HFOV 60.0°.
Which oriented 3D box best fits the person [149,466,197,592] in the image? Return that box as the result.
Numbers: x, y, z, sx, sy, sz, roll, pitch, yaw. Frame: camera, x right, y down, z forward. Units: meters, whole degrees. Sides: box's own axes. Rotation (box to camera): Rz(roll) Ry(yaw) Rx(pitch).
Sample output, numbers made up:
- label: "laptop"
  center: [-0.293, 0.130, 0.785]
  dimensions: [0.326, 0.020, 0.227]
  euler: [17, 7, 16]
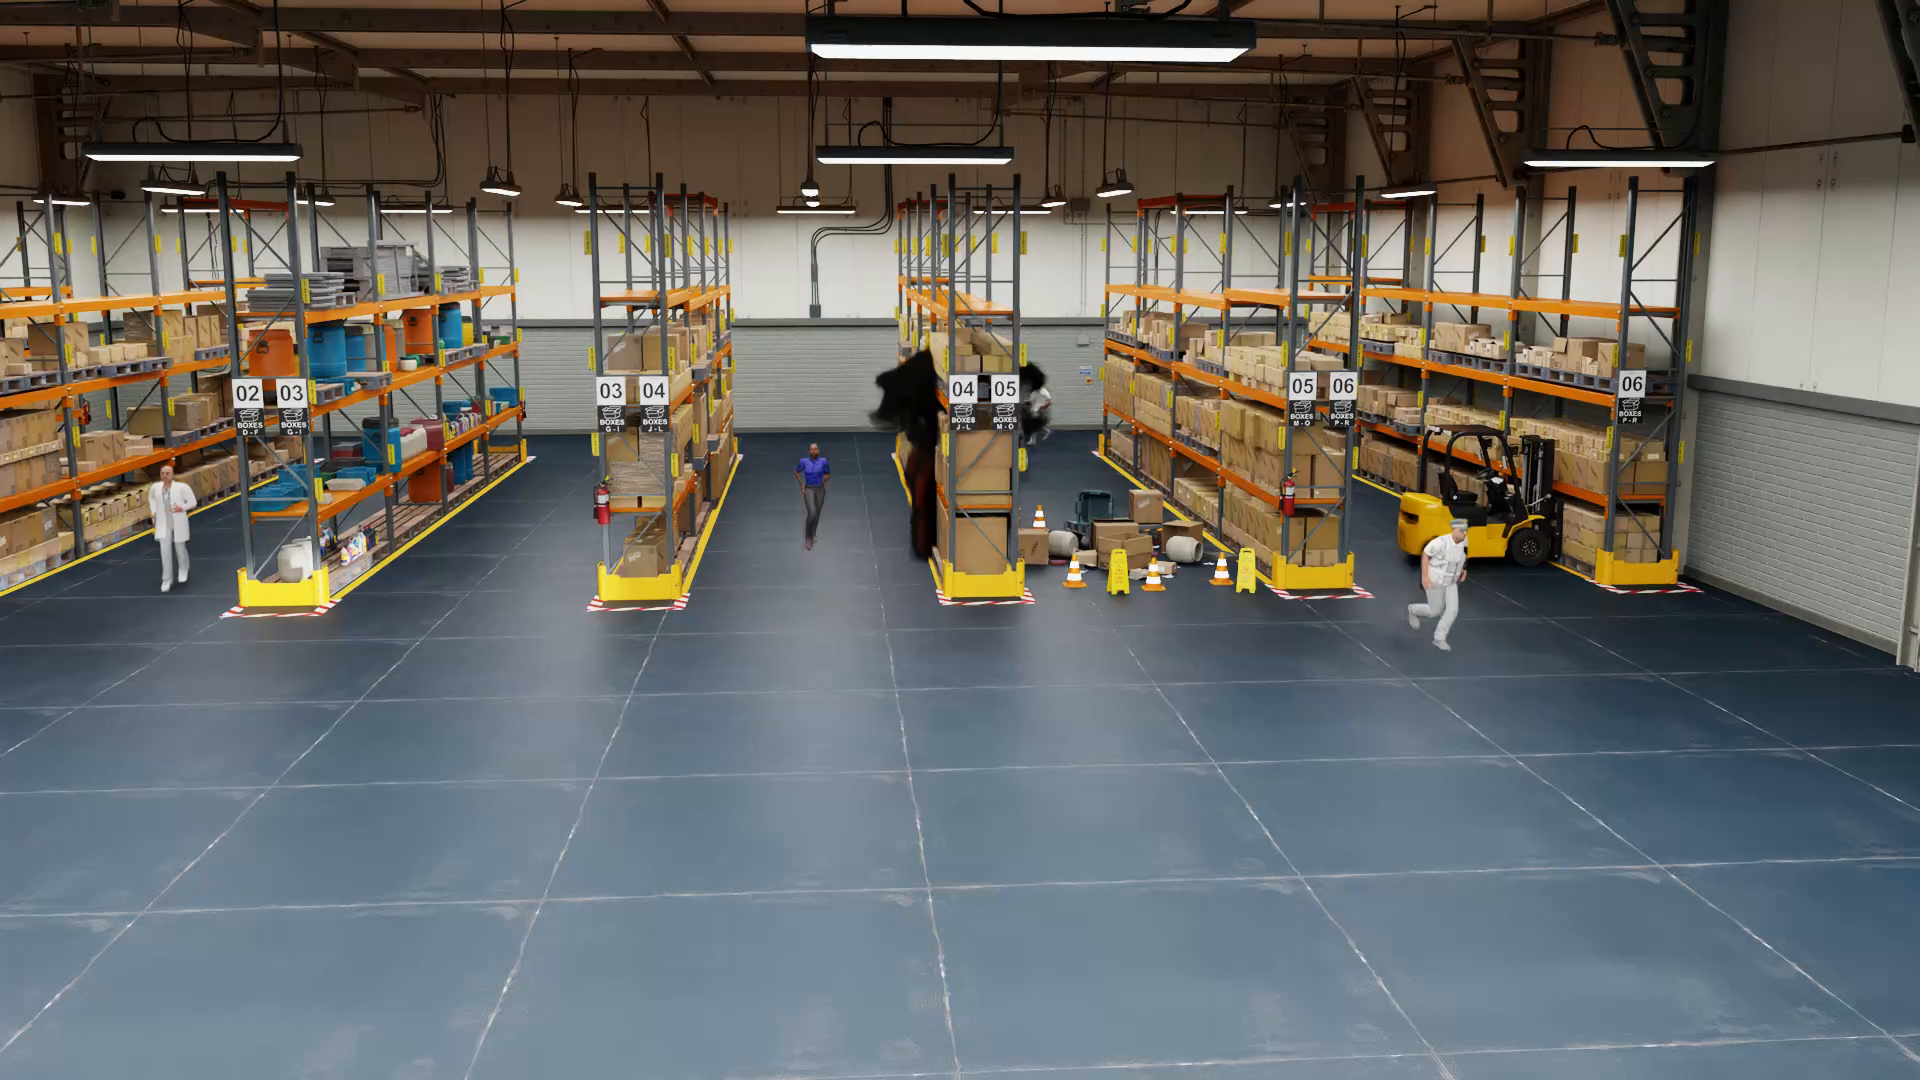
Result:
- label: "person"
  center: [-11.629, -0.208, 24.601]
  dimensions: [0.695, 1.805, 0.982]
  euler: [-3, 10, -15]

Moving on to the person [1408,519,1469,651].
- label: "person"
  center: [6.059, 0.520, 21.044]
  dimensions: [0.662, 1.715, 0.856]
  euler: [-6, 12, -31]

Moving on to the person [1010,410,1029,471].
- label: "person"
  center: [1.270, -2.290, 37.000]
  dimensions: [0.619, 1.678, 1.024]
  euler: [-3, 11, -19]

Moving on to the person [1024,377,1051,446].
- label: "person"
  center: [1.989, -3.262, 42.207]
  dimensions: [0.791, 1.733, 0.714]
  euler: [-5, 11, -25]

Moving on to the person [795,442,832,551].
- label: "person"
  center: [-2.299, -0.691, 26.388]
  dimensions: [0.551, 1.722, 0.667]
  euler: [-3, 11, -18]
